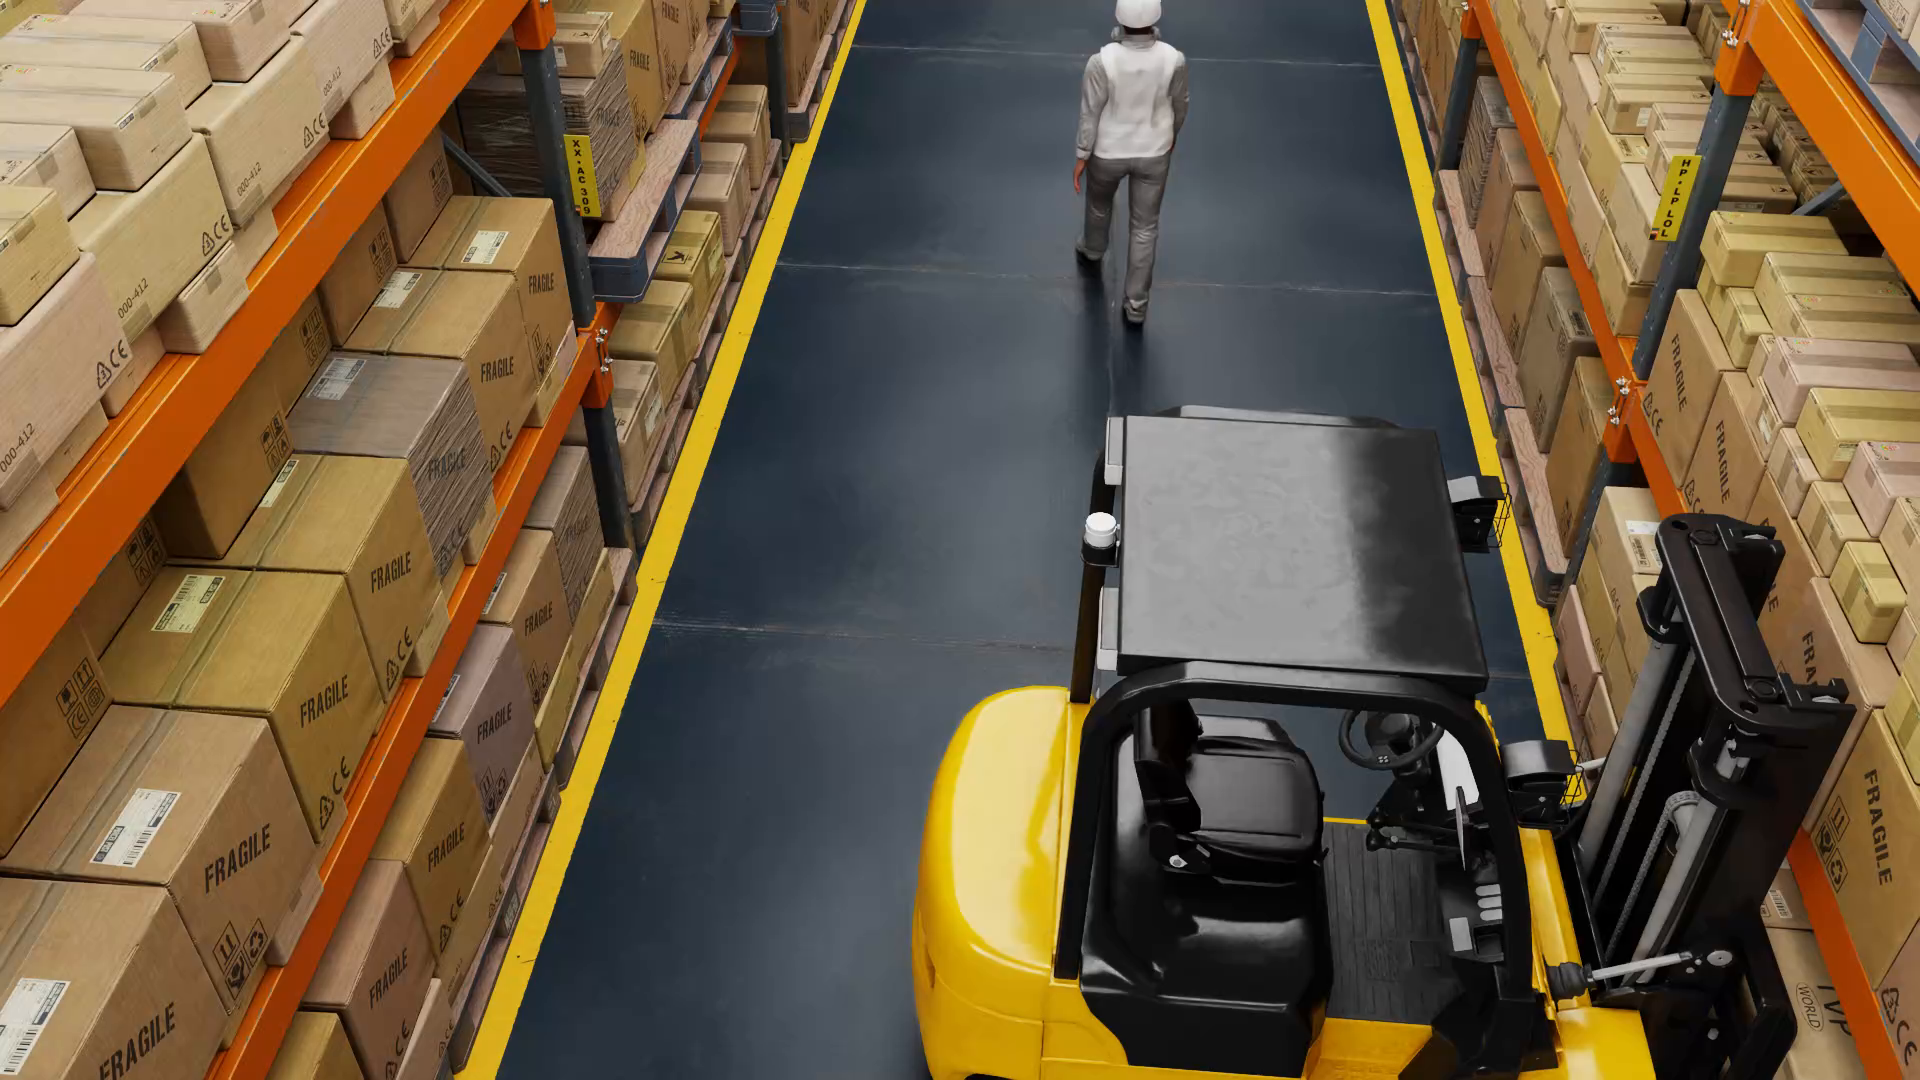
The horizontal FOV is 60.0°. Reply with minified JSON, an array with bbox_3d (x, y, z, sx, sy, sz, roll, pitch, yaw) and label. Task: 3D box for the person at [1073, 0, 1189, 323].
[{"bbox_3d":[0.876,-2.084,8.617,0.576,1.736,0.946,2,40,2],"label":"person"}]
